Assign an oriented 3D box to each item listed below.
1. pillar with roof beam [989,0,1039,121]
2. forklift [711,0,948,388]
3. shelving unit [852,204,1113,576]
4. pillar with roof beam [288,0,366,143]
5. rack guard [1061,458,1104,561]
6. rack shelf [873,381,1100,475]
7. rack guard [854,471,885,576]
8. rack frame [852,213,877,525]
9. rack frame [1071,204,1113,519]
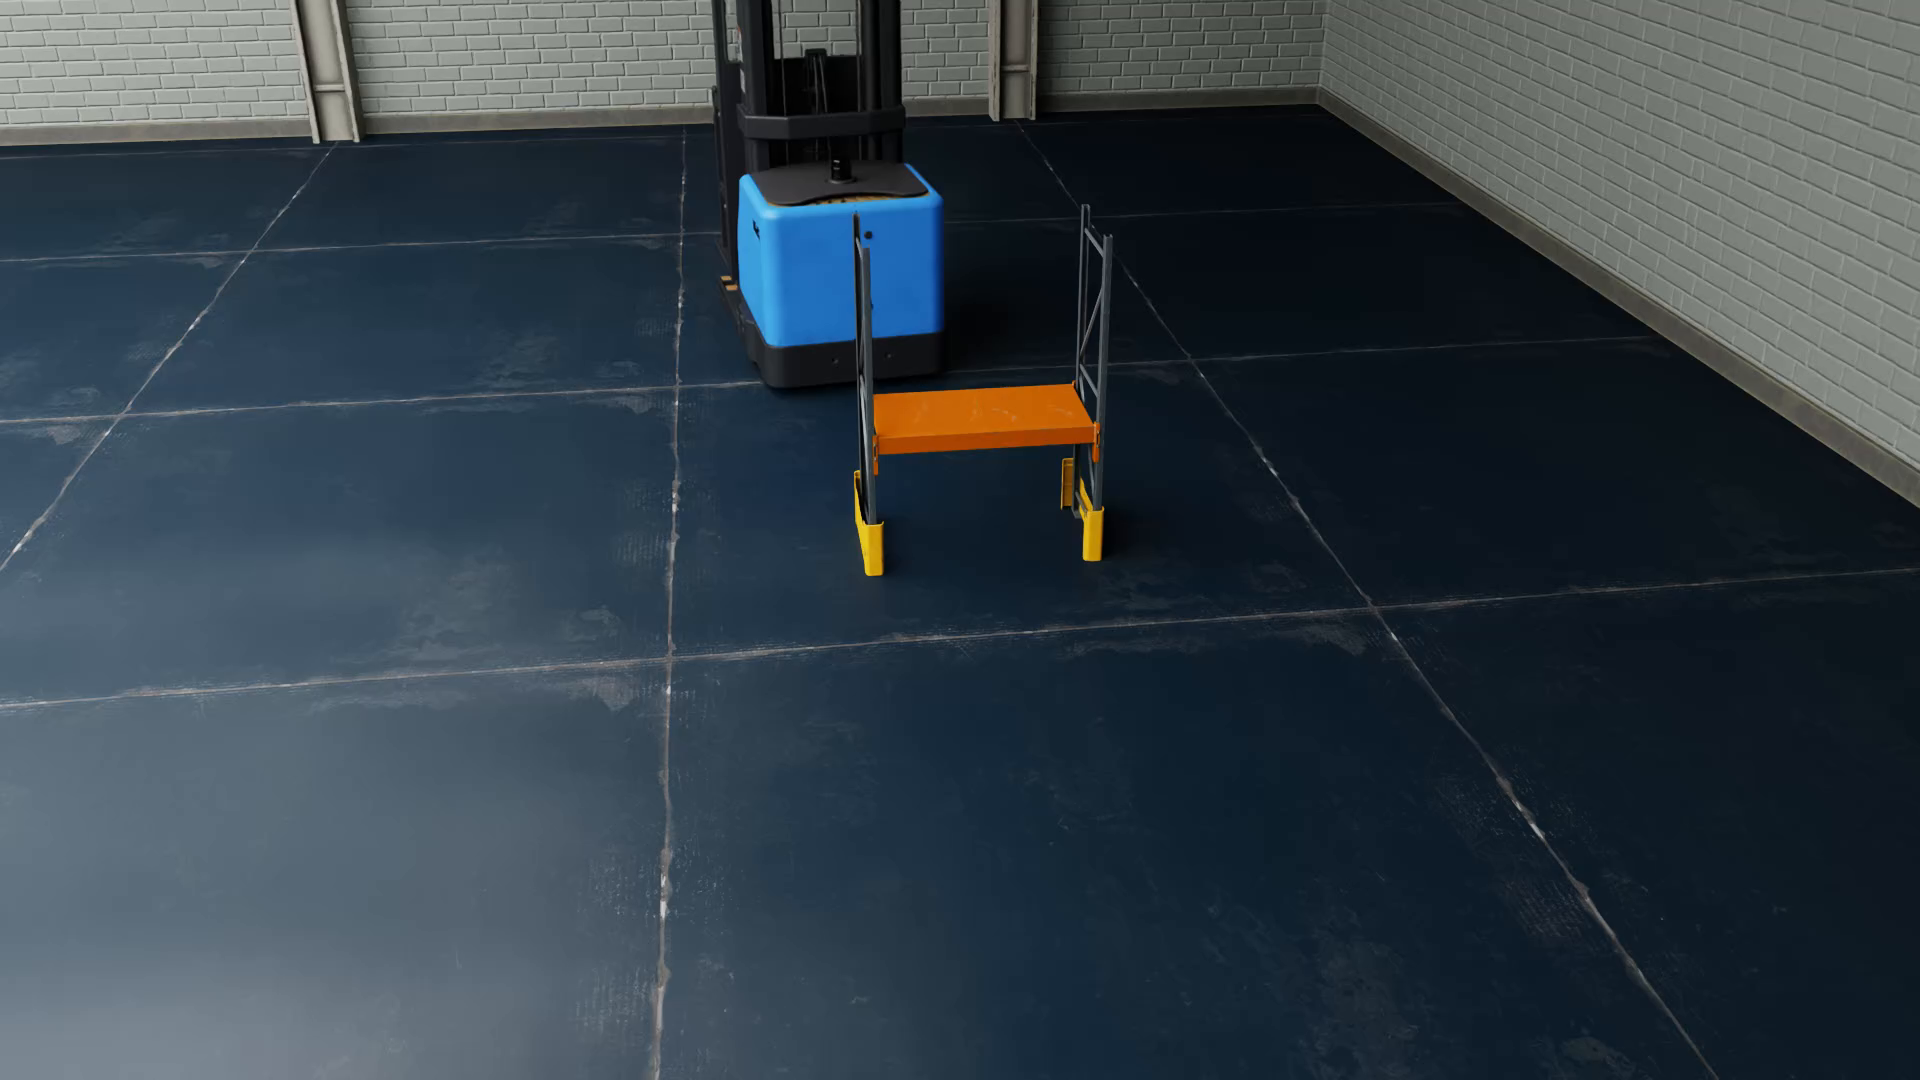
[{"bbox_3d":[1.083,-5.977,9.541,0.400,9.000,9.100,-4,27,-7],"label":"pillar with roof beam"},{"bbox_3d":[-0.949,-2.801,9.998,1.130,2.935,3.031,-7,28,-14],"label":"forklift"},{"bbox_3d":[0.076,-0.672,7.417,1.083,1.500,0.587,-4,27,-7],"label":"shelving unit"},{"bbox_3d":[-4.859,-5.595,8.797,0.400,9.000,9.100,-4,27,-7],"label":"pillar with roof beam"},{"bbox_3d":[0.569,-0.148,7.764,0.087,0.250,0.587,-4,27,-7],"label":"rack guard"},{"bbox_3d":[0.084,-0.513,7.500,1.000,0.185,0.538,-4,27,-7],"label":"rack shelf"},{"bbox_3d":[-0.418,-0.084,7.641,0.087,0.250,0.587,-4,27,-7],"label":"rack guard"},{"bbox_3d":[-0.419,-0.640,7.355,0.032,1.500,0.500,-4,27,-7],"label":"rack frame"},{"bbox_3d":[0.588,-0.705,7.481,0.032,1.500,0.500,-4,27,-7],"label":"rack frame"}]
